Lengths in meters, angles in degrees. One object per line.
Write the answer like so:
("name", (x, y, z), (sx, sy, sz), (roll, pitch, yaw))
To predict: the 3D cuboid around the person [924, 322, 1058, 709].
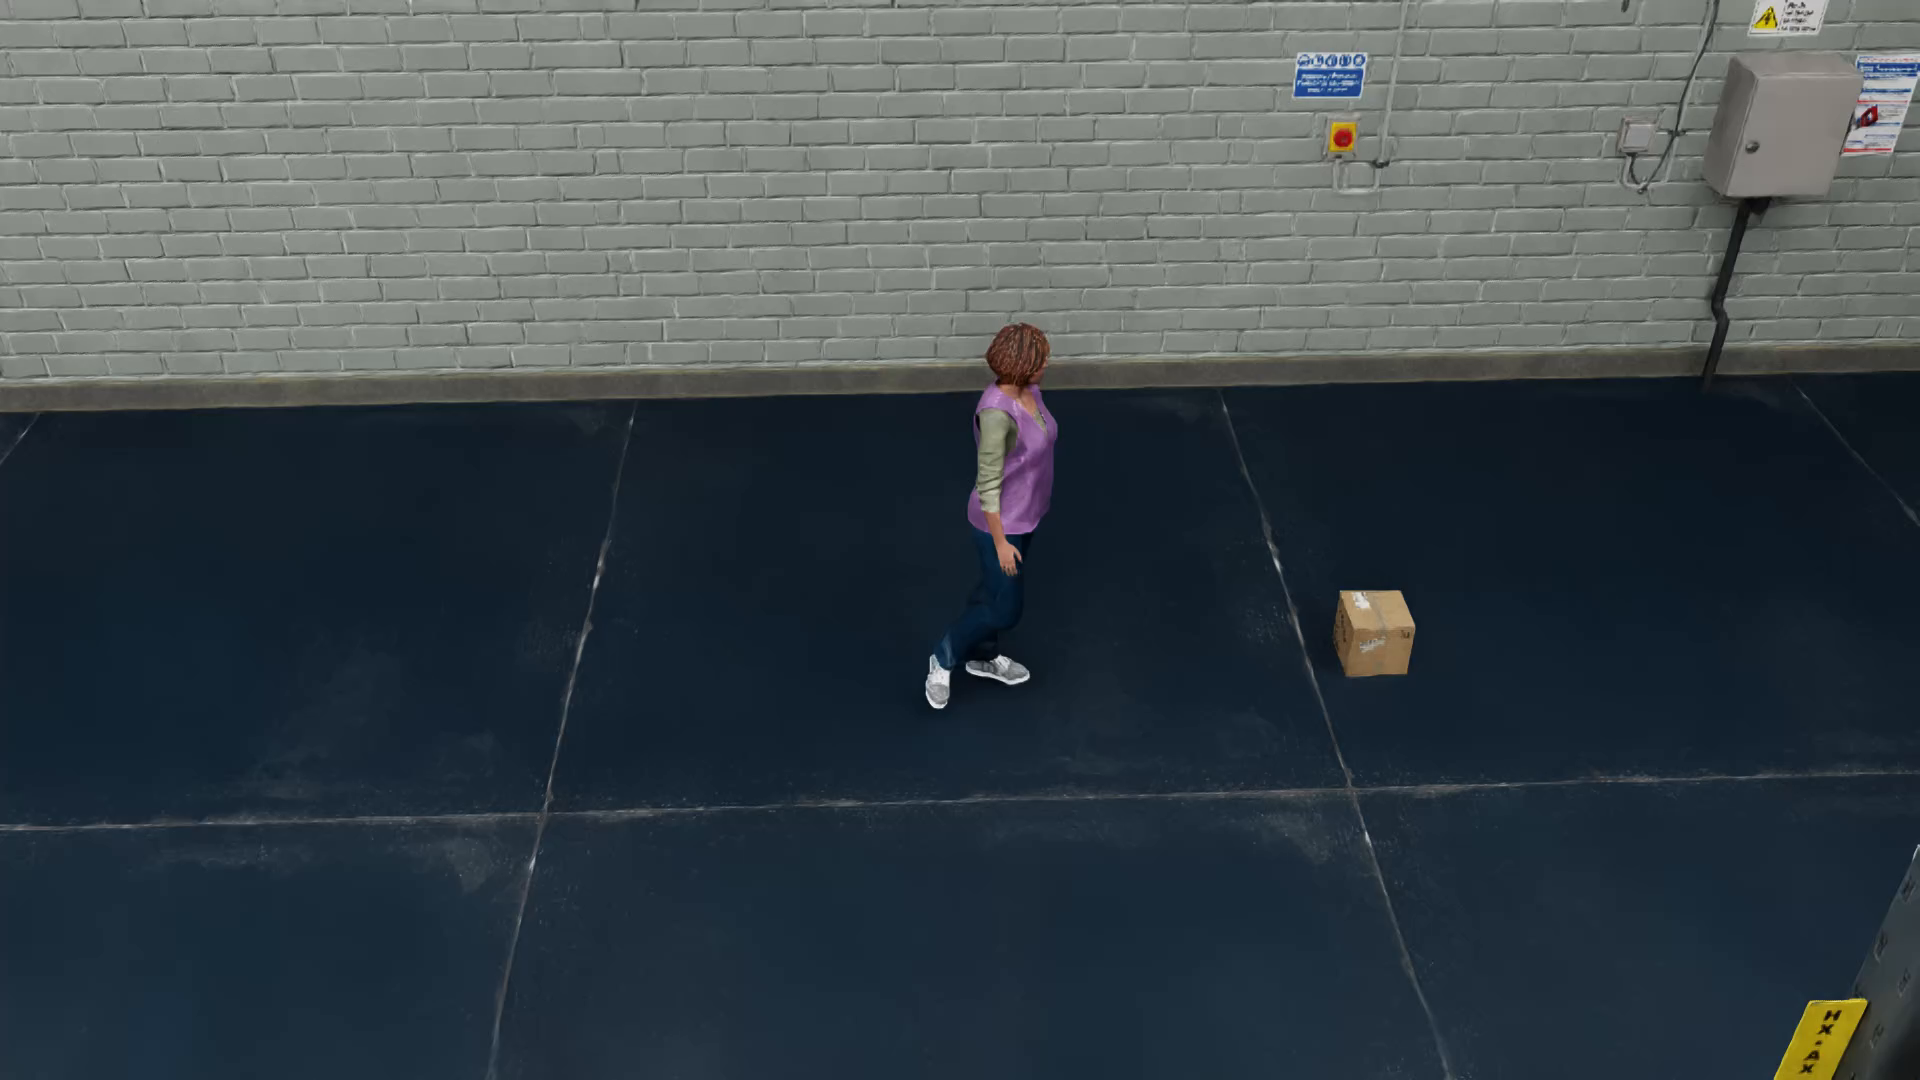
("person", (0.110, -0.065, 6.229), (0.420, 1.578, 0.580), (14, 38, 18))
